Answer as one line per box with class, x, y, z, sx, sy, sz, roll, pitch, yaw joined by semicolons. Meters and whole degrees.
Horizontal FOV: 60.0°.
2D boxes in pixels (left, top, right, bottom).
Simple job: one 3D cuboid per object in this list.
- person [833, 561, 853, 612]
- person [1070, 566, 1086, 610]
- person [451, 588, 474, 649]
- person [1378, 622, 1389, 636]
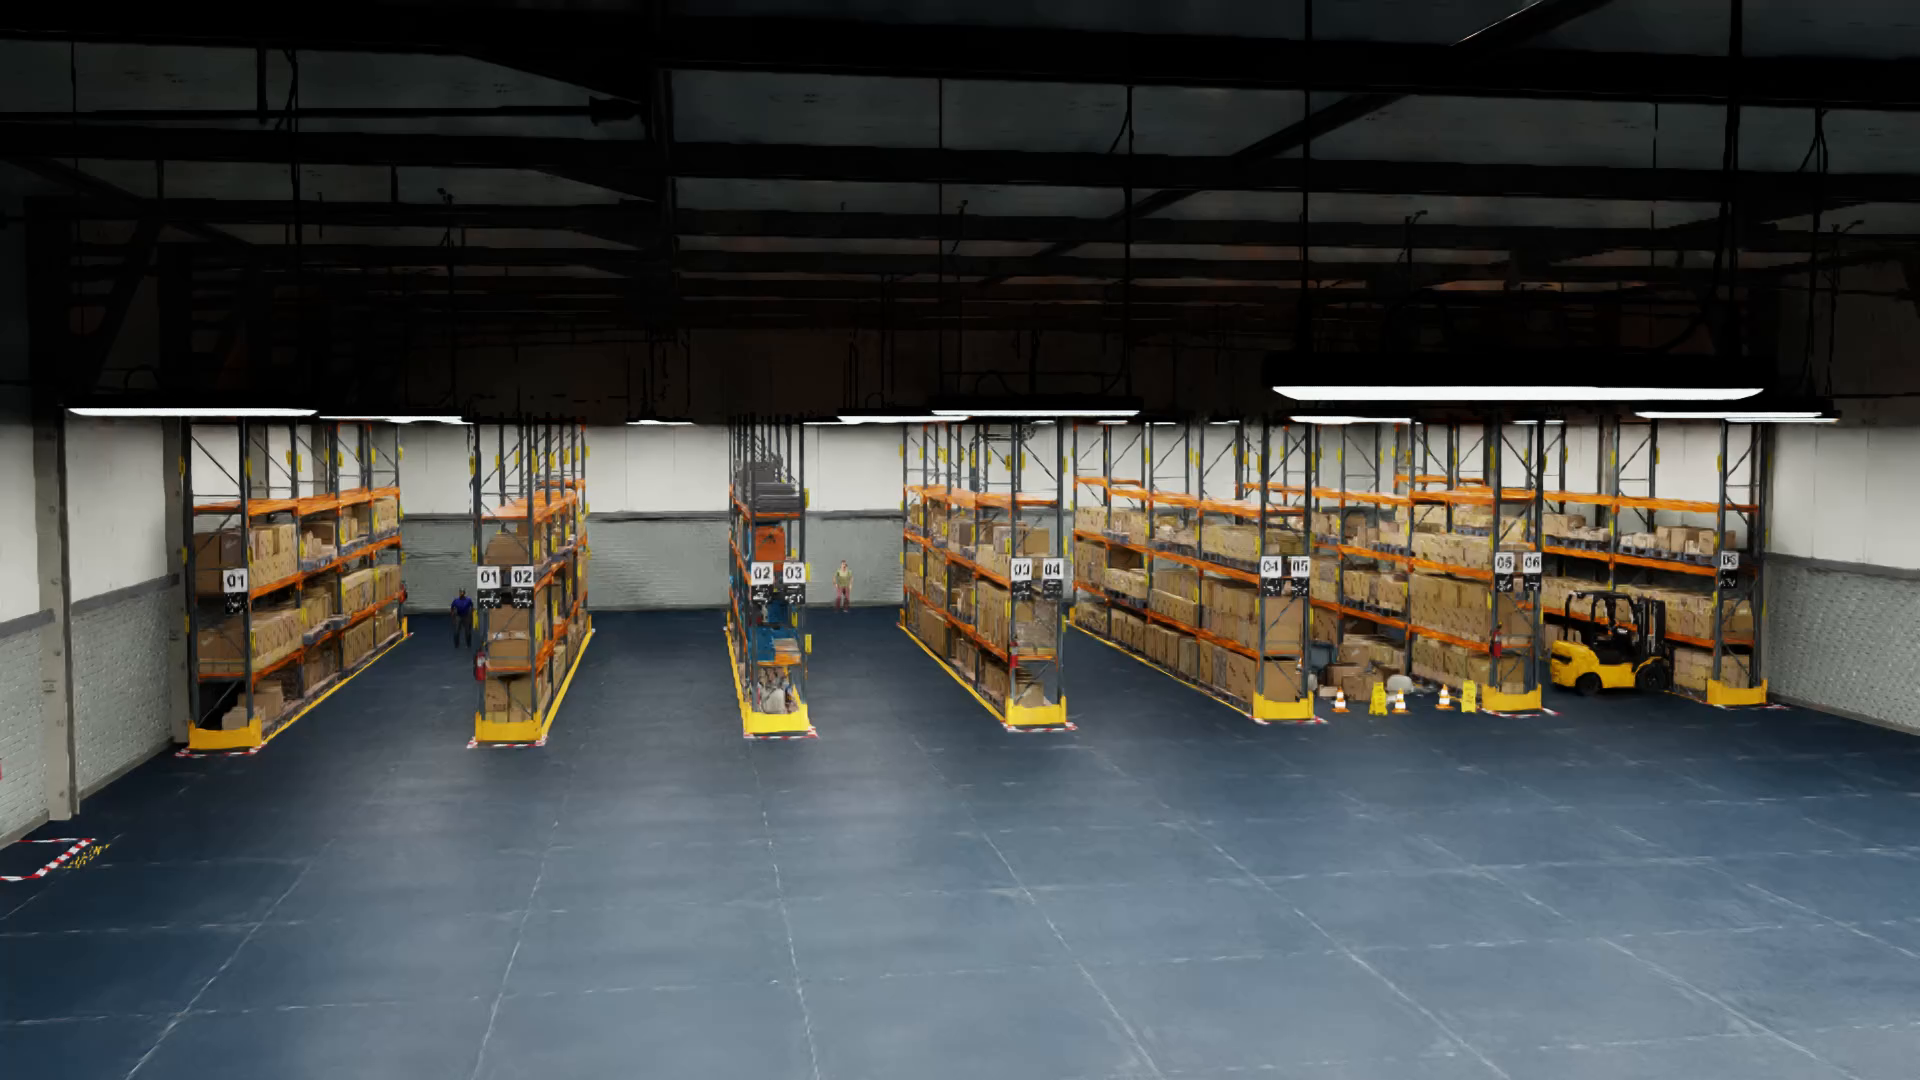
person;-3.608;1.438;51.261;0.598;1.619;0.507;-1;4;-11
person;3.617;1.383;50.661;0.454;1.773;0.687;-3;5;-42
person;-12.796;2.029;42.779;0.592;1.590;0.513;-1;4;-12
person;11.148;1.888;43.983;0.468;1.675;0.497;2;4;22
